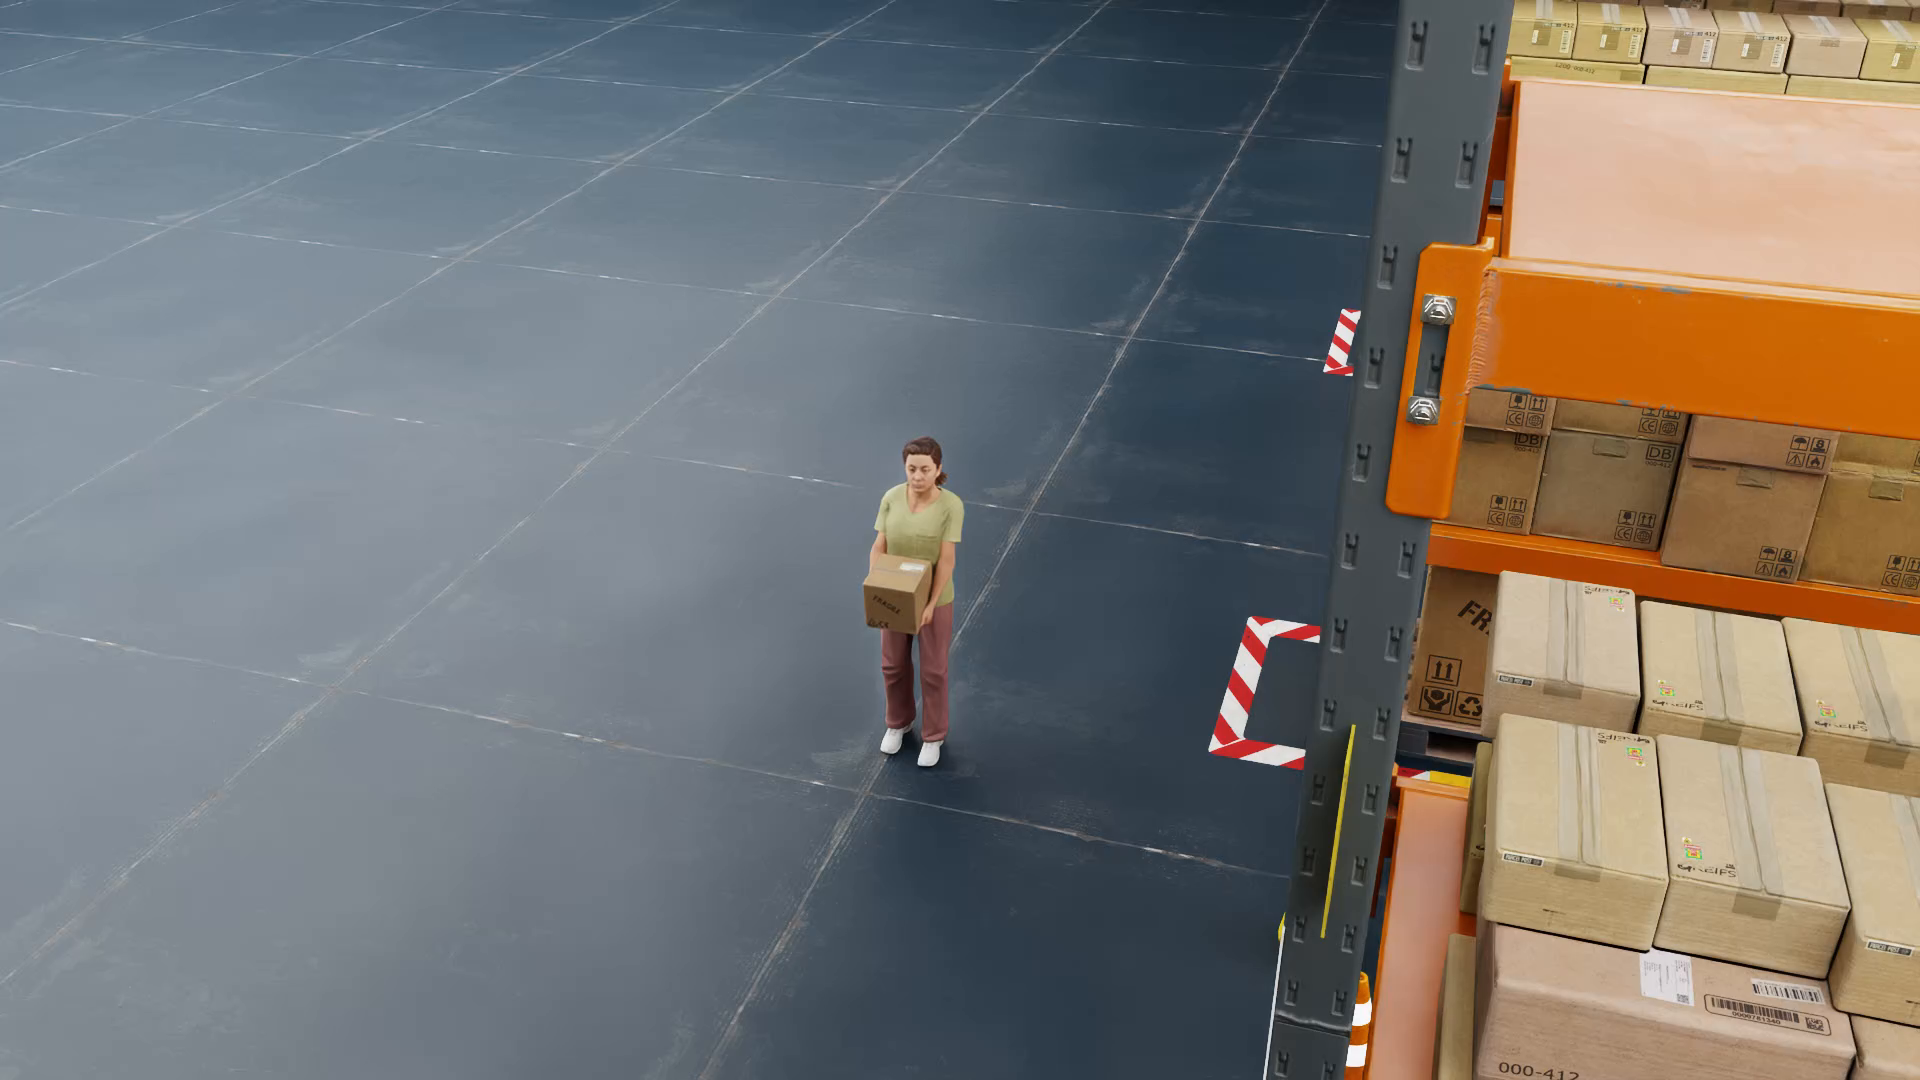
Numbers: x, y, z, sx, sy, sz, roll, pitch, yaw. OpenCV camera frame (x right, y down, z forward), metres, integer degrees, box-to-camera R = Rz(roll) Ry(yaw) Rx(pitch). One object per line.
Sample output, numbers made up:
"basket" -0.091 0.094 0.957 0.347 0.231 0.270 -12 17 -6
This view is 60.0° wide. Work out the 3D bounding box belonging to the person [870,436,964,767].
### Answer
"person" -0.218 0.315 7.954 0.426 1.667 0.544 9 31 15
